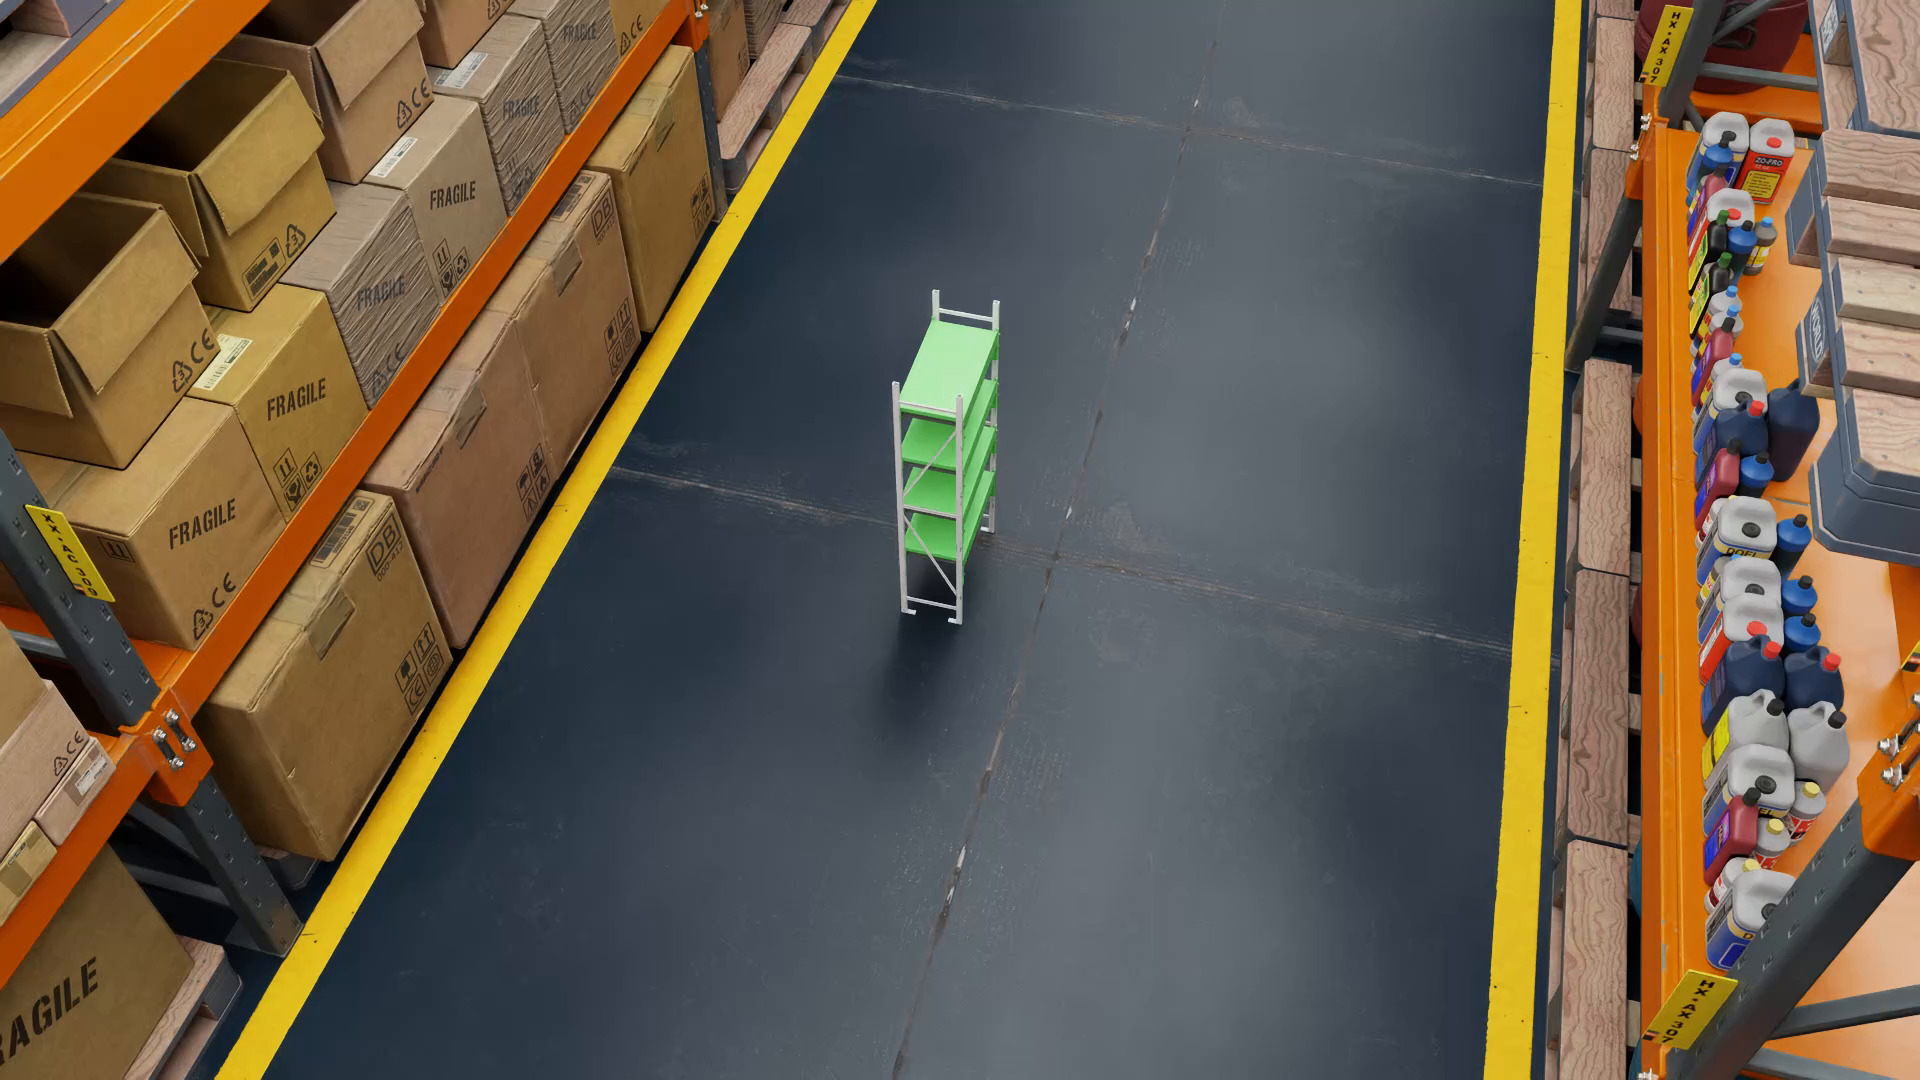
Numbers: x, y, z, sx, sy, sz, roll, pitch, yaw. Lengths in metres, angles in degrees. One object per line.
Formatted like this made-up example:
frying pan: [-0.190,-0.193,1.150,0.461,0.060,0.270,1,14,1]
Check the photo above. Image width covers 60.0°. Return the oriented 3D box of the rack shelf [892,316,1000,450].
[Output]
rack shelf: [-0.044,-0.553,5.801,0.258,0.148,0.480,12,50,10]

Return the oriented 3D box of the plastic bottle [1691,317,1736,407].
plastic bottle: [2.380,-0.561,5.241,0.061,0.283,0.133,12,50,10]

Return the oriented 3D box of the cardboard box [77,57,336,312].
cardboard box: [-2.325,-1.083,4.888,0.797,0.503,0.637,12,50,10]

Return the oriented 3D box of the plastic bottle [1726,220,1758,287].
plastic bottle: [2.608,-0.959,5.600,0.097,0.271,0.097,0,49,0]

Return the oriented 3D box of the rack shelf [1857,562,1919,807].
rack shelf: [2.627,-0.984,4.016,1.077,0.370,4.000,12,50,10]

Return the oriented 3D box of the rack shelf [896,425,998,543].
rack shelf: [-0.044,-0.235,6.161,0.258,0.148,0.480,12,50,10]

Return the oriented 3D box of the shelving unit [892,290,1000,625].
shelving unit: [-0.044,-0.277,6.113,0.258,1.200,0.503,12,50,10]

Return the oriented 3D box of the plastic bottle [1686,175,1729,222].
plastic bottle: [2.645,-1.212,5.870,0.097,0.201,0.097,0,49,0]

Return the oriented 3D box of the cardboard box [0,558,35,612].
cardboard box: [-2.818,-0.185,4.765,0.500,0.500,0.500,12,50,10]

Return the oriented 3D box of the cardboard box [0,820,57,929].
cardboard box: [-2.509,0.795,4.134,0.380,0.149,0.250,12,50,11]

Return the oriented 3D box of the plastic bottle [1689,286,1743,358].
plastic bottle: [2.453,-0.708,5.379,0.097,0.271,0.097,0,49,0]

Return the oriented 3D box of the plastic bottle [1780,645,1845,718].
plastic bottle: [2.215,0.399,4.349,0.144,0.351,0.185,12,50,10]

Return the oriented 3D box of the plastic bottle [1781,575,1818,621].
plastic bottle: [2.282,0.196,4.581,0.097,0.271,0.097,0,49,0]

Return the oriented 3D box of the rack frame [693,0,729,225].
rack frame: [-1.625,-2.653,7.010,1.000,3.000,0.127,12,50,10]

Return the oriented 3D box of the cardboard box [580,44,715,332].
cardboard box: [-1.826,-1.594,7.212,1.225,0.875,0.875,9,49,8]

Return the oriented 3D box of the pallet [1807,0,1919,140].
pallet: [2.509,-1.120,3.782,1.003,0.211,1.213,12,50,10]

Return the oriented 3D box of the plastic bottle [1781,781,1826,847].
plastic bottle: [2.114,0.681,4.200,0.097,0.201,0.097,0,49,0]

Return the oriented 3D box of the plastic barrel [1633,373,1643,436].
plastic barrel: [3.041,-0.740,6.488,0.600,0.830,0.708,12,50,10]

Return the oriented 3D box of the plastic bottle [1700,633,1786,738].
plastic bottle: [2.076,0.371,4.374,0.144,0.351,0.185,12,50,10]

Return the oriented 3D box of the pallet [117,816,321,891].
pallet: [-2.547,0.590,6.008,1.003,0.211,1.213,12,50,10]

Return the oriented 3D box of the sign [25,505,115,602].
sign: [-2.142,0.036,4.006,0.100,0.325,0.005,12,50,10]

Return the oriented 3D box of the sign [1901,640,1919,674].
sign: [1.571,0.112,2.563,0.100,0.325,0.005,12,50,10]

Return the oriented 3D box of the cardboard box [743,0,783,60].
cardboard box: [-1.334,-2.864,8.570,0.700,0.500,0.500,8,49,7]

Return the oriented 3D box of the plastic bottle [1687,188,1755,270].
plastic bottle: [2.606,-1.051,5.679,0.152,0.276,0.135,12,50,10]

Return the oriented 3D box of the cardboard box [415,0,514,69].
cardboard box: [-2.007,-2.022,5.717,0.797,0.503,0.637,13,50,11]

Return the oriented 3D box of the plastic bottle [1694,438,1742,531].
plastic bottle: [2.235,-0.163,4.890,0.061,0.283,0.133,12,50,10]

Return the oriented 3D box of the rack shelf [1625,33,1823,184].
rack shelf: [3.680,-2.885,7.694,1.077,0.370,4.000,12,50,10]

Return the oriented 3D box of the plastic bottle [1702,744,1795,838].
plastic bottle: [1.989,0.645,4.181,0.152,0.276,0.135,12,50,10]

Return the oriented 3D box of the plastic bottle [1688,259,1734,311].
plastic bottle: [2.514,-0.851,5.552,0.097,0.201,0.097,0,49,0]

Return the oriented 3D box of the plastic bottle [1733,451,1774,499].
plastic bottle: [2.316,-0.157,4.892,0.097,0.271,0.097,0,49,0]

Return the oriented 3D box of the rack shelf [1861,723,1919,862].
rack shelf: [1.575,1.909,1.462,1.077,0.370,4.000,12,50,10]

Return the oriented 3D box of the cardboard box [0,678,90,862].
cardboard box: [-2.540,0.562,4.074,0.500,0.250,0.500,11,49,9]

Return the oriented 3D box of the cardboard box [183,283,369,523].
cardboard box: [-2.184,-0.440,4.990,0.500,0.500,0.500,12,50,10]

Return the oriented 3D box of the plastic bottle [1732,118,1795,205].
plastic bottle: [2.875,-1.356,5.947,0.152,0.276,0.135,12,50,10]

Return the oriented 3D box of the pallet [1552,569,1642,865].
pallet: [2.663,0.705,5.906,1.003,0.211,1.213,12,50,10]

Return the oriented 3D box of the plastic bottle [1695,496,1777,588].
plastic bottle: [2.218,0.015,4.737,0.152,0.276,0.135,12,50,10]

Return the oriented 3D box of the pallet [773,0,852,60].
pallet: [-1.094,-3.175,9.330,1.003,0.211,1.213,12,50,10]

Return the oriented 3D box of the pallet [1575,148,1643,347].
pallet: [3.395,-1.306,7.681,1.003,0.211,1.213,12,50,10]

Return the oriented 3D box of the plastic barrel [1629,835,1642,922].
plastic barrel: [2.447,0.870,5.019,0.600,0.901,0.708,12,50,10]

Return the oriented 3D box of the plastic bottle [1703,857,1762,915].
plastic bottle: [1.897,0.845,4.055,0.097,0.201,0.097,0,49,0]

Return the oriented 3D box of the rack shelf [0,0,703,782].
rack shelf: [-2.151,-0.969,6.003,1.077,0.370,4.000,12,50,10]

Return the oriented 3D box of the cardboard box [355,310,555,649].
cardboard box: [-2.294,-0.309,6.078,1.225,0.875,0.875,10,49,9]

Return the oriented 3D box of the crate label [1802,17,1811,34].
crate label: [3.676,-2.353,6.721,0.502,0.435,0.616,12,50,10]

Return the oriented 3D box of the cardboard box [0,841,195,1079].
cardboard box: [-2.928,1.266,4.688,0.875,0.875,0.875,12,50,10]

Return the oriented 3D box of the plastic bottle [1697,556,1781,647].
plastic bottle: [2.157,0.183,4.589,0.152,0.276,0.135,12,50,10]

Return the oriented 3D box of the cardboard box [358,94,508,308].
cardboard box: [-1.921,-1.177,5.640,0.500,0.500,0.500,12,50,11]

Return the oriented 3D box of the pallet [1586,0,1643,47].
pallet: [4.037,-3.071,9.238,1.003,0.211,1.213,12,50,10]

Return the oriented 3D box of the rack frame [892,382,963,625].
rack frame: [-0.108,-0.101,5.958,0.240,1.200,0.015,12,50,10]

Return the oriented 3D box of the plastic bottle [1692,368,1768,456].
plastic bottle: [2.363,-0.383,5.089,0.152,0.276,0.135,12,50,10]

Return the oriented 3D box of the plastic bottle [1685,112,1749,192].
plastic bottle: [2.728,-1.386,5.974,0.152,0.276,0.135,12,50,10]

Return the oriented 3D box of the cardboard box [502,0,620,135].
cardboard box: [-1.652,-1.921,6.297,0.500,0.500,0.500,11,50,10]
